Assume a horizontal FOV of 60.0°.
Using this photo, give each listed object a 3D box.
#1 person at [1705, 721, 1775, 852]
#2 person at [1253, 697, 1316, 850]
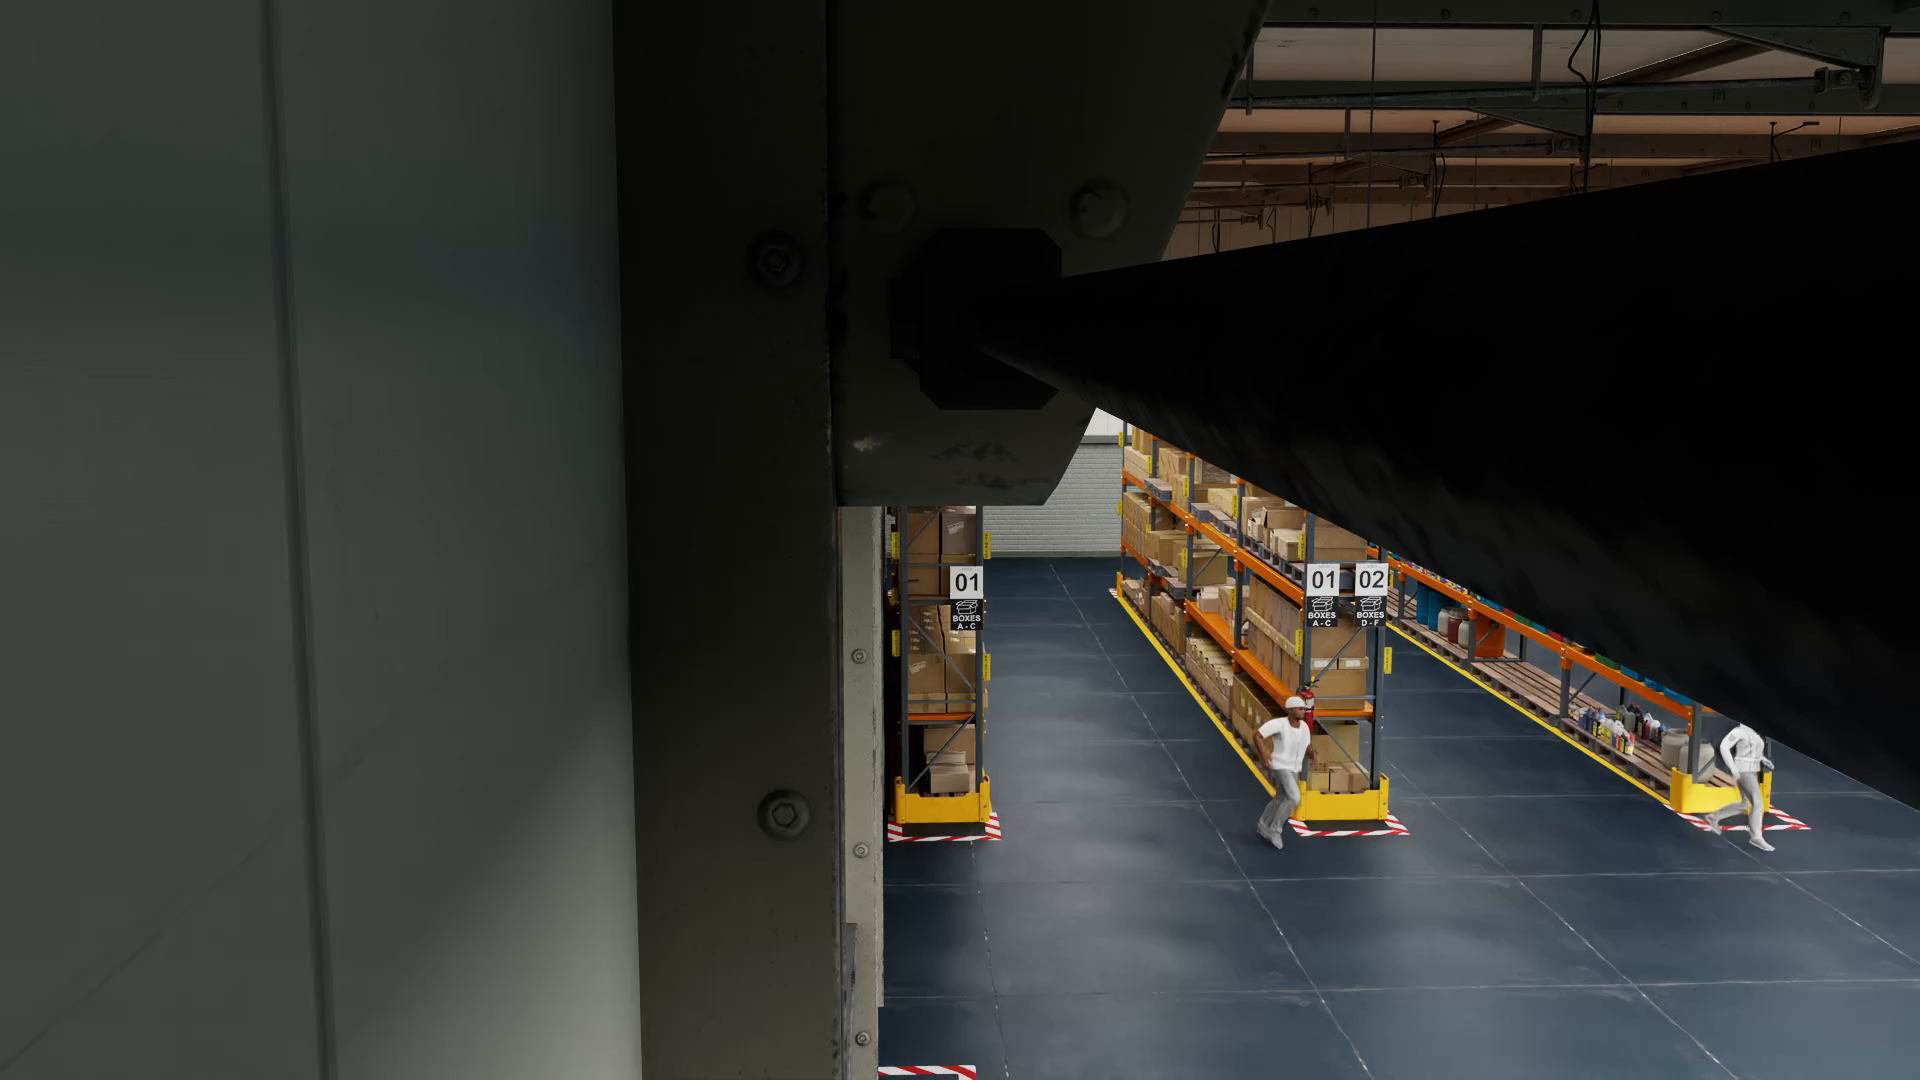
[{"bbox_3d":[9.296,2.761,19.662,0.803,1.685,0.646,7,11,41],"label":"person"},{"bbox_3d":[3.880,2.722,19.702,0.721,1.745,0.709,-7,10,-39],"label":"person"}]
